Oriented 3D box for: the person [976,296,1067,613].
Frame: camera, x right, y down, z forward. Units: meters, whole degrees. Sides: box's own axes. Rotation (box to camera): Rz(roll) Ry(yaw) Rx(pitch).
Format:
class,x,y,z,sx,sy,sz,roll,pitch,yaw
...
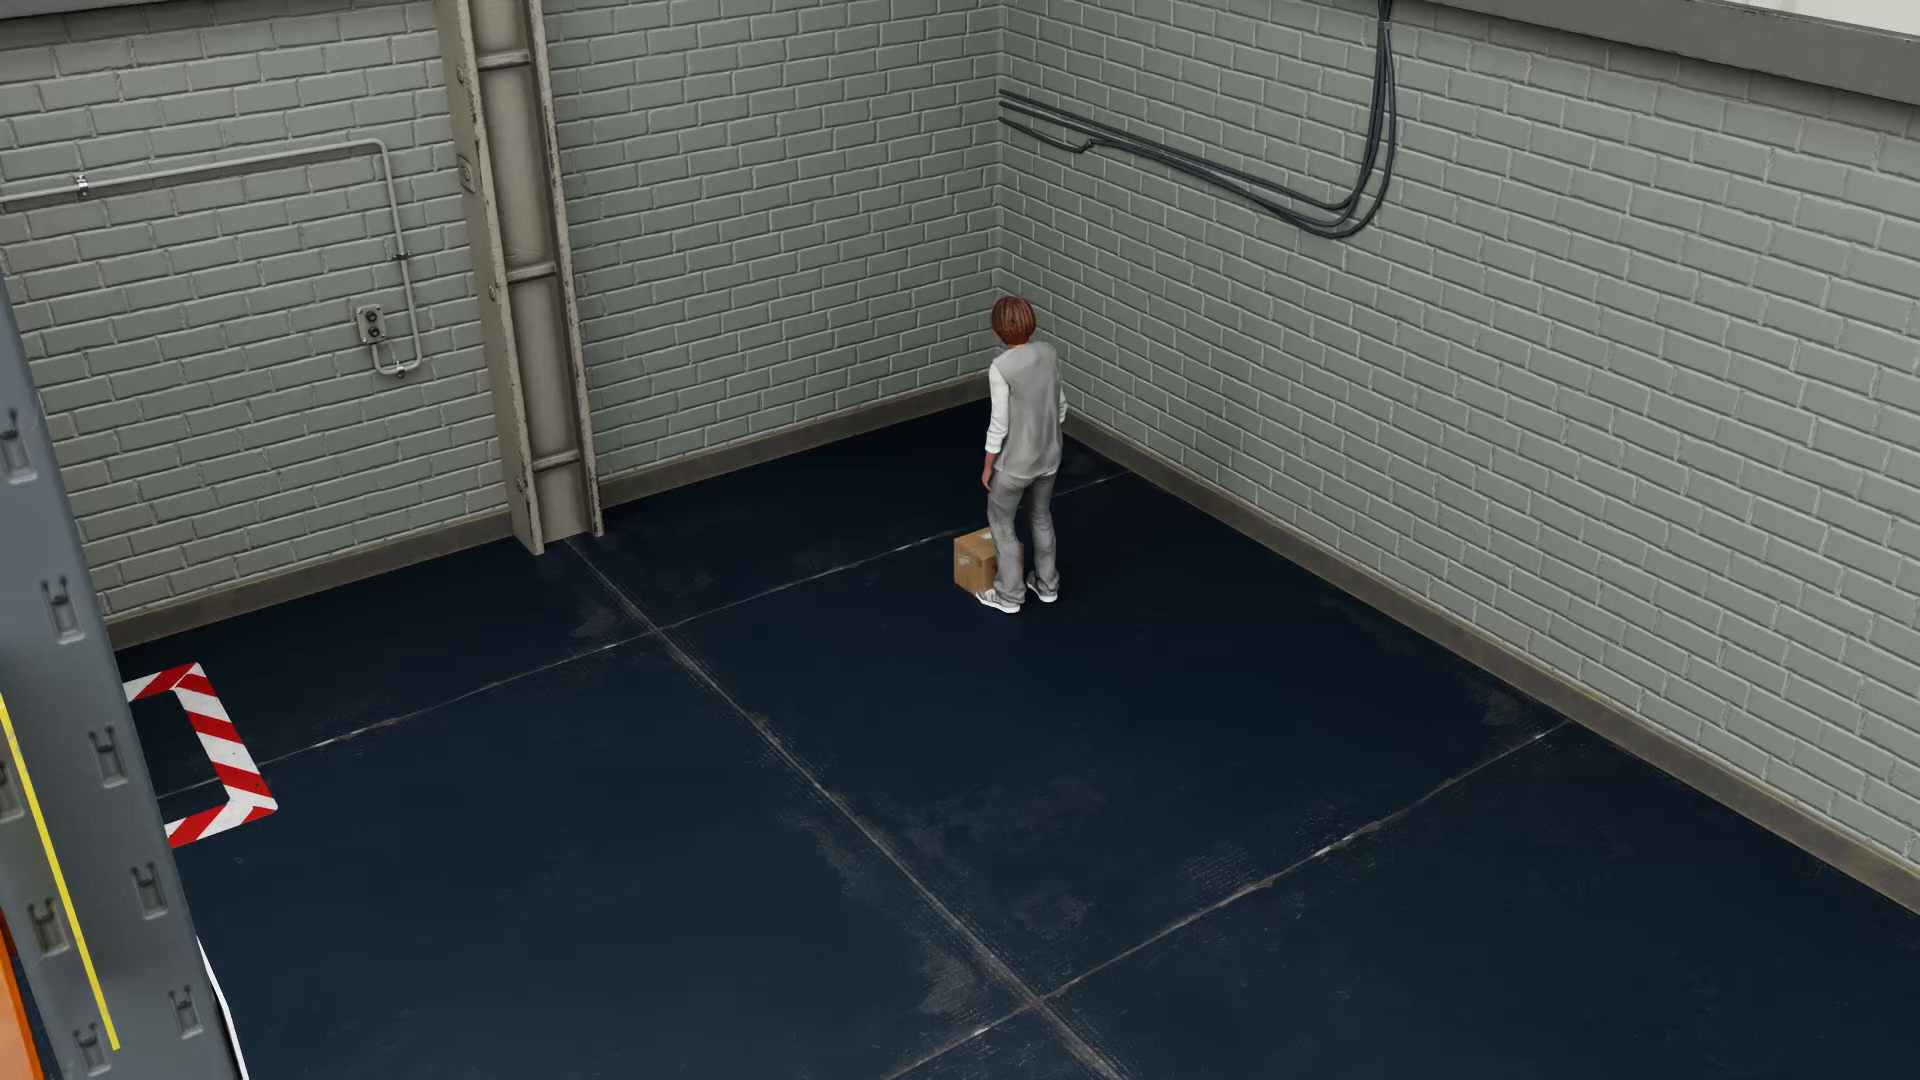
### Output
class,x,y,z,sx,sy,sz,roll,pitch,yaw
person,0.286,-0.382,7.828,0.469,1.590,0.376,-21,35,-32
